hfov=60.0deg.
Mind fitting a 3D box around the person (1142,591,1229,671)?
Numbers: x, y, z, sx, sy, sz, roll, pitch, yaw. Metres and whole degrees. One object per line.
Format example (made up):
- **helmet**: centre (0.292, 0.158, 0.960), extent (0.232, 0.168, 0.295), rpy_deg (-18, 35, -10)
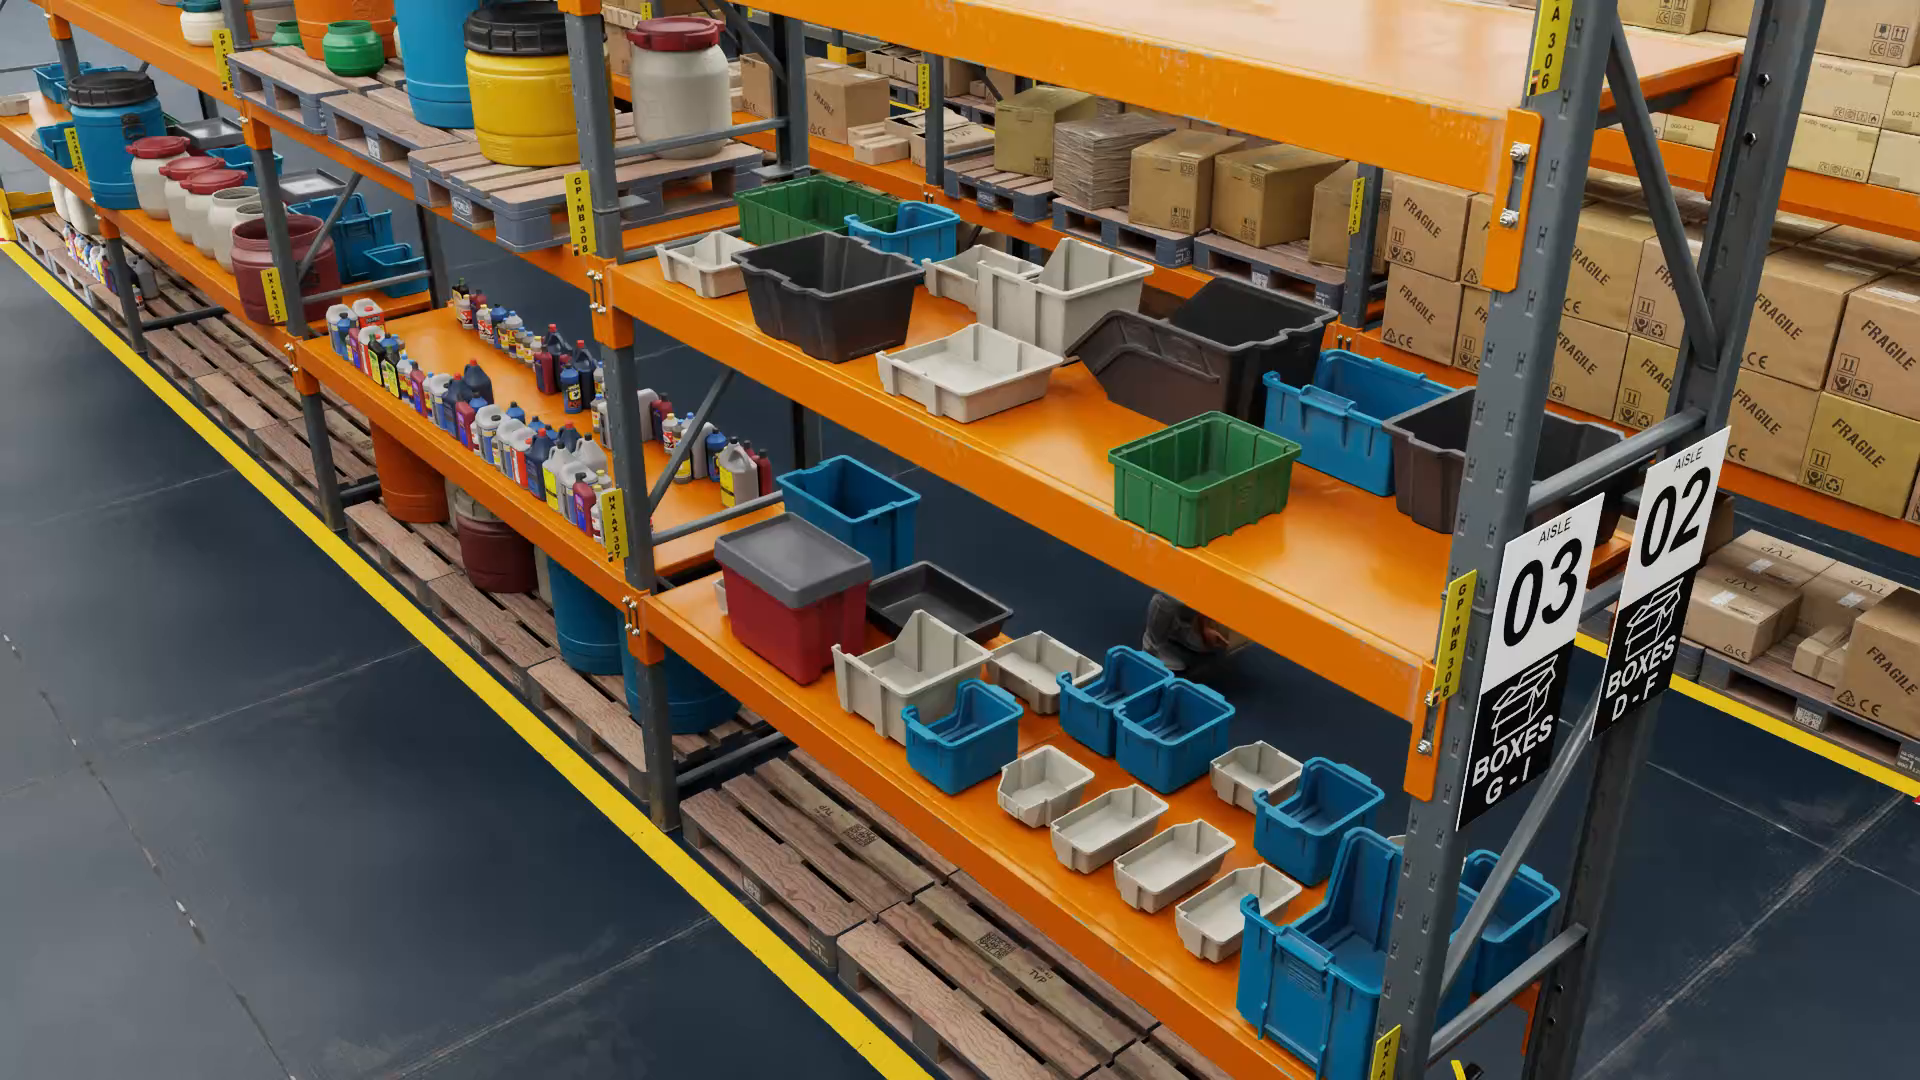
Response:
- **person**: centre (1.338, 0.202, 8.902), extent (0.476, 1.118, 0.972), rpy_deg (-23, 36, -37)
